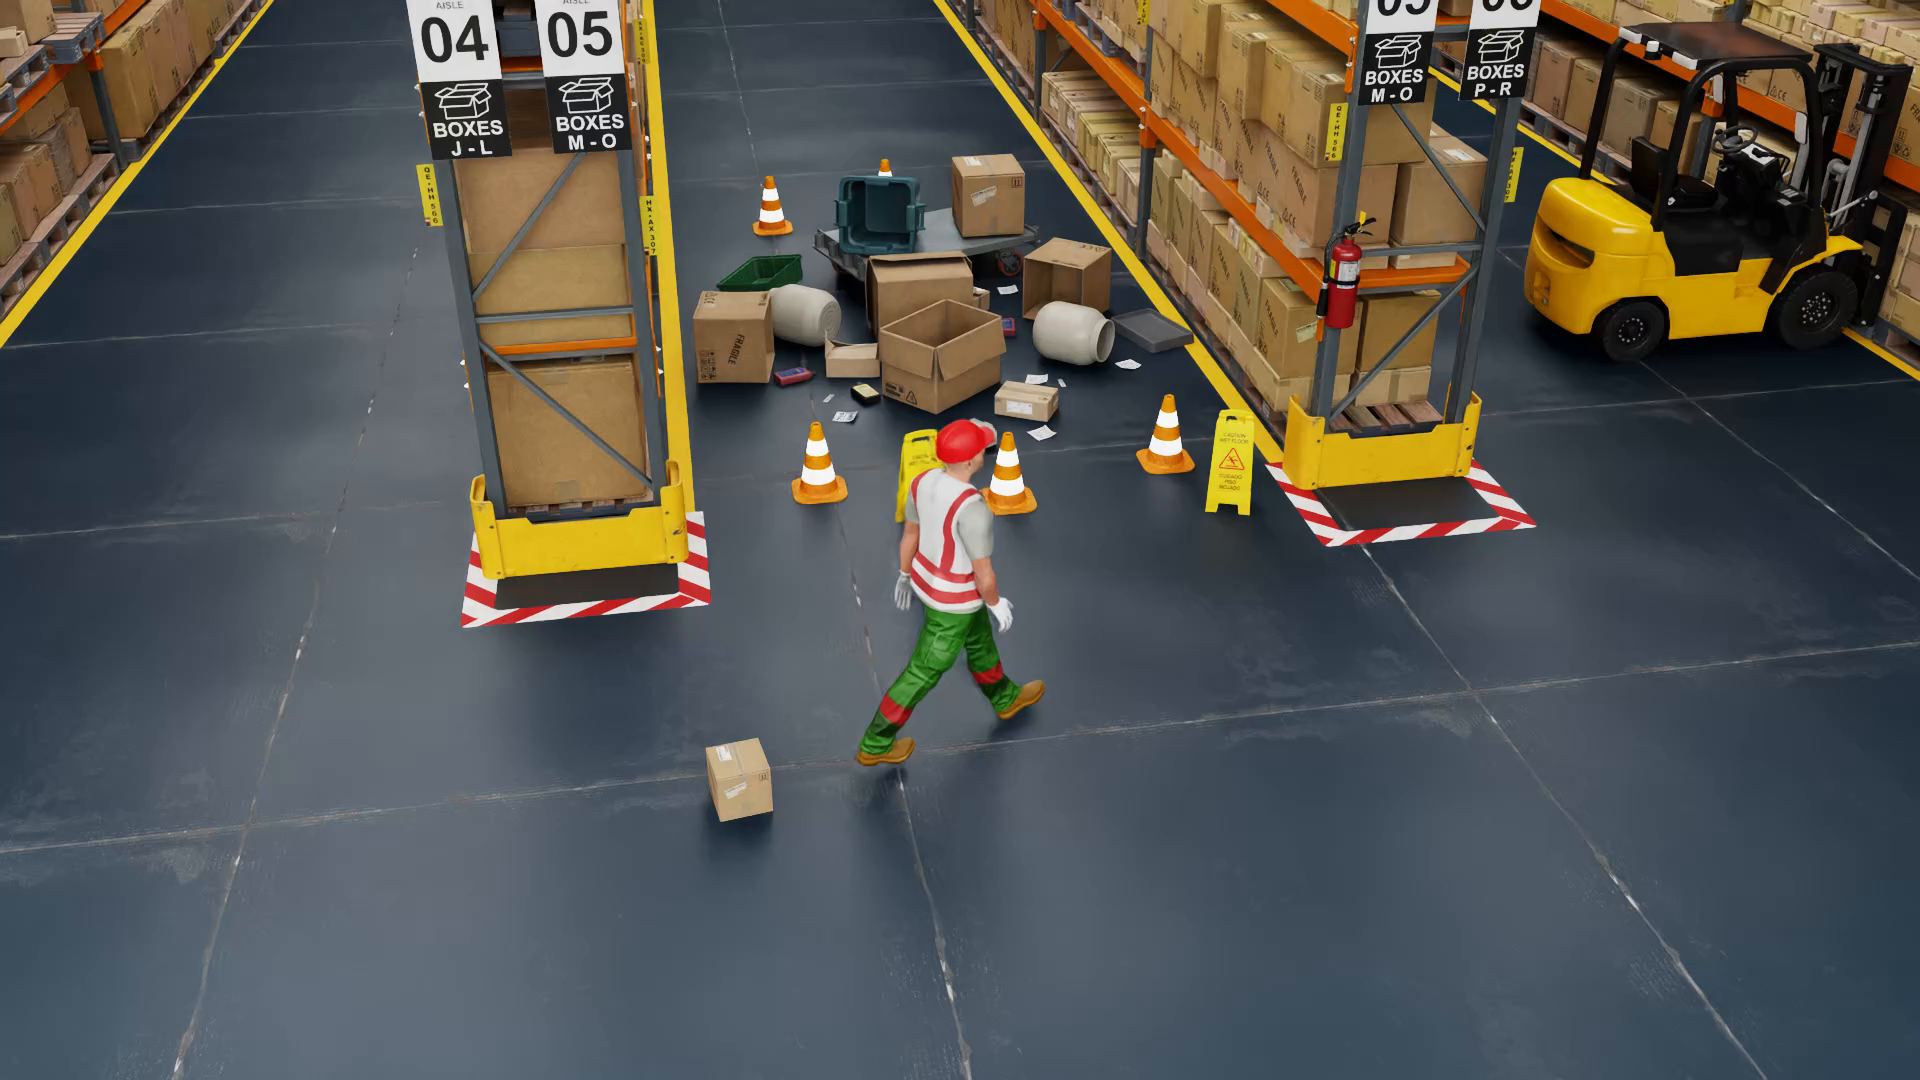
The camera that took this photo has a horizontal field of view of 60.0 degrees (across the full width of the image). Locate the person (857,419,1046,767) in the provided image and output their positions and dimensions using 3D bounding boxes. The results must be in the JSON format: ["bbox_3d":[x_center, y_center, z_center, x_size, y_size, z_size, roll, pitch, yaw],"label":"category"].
[{"bbox_3d":[-0.015,0.231,7.743,1.097,1.736,0.540,-14,33,-23],"label":"person"}]
